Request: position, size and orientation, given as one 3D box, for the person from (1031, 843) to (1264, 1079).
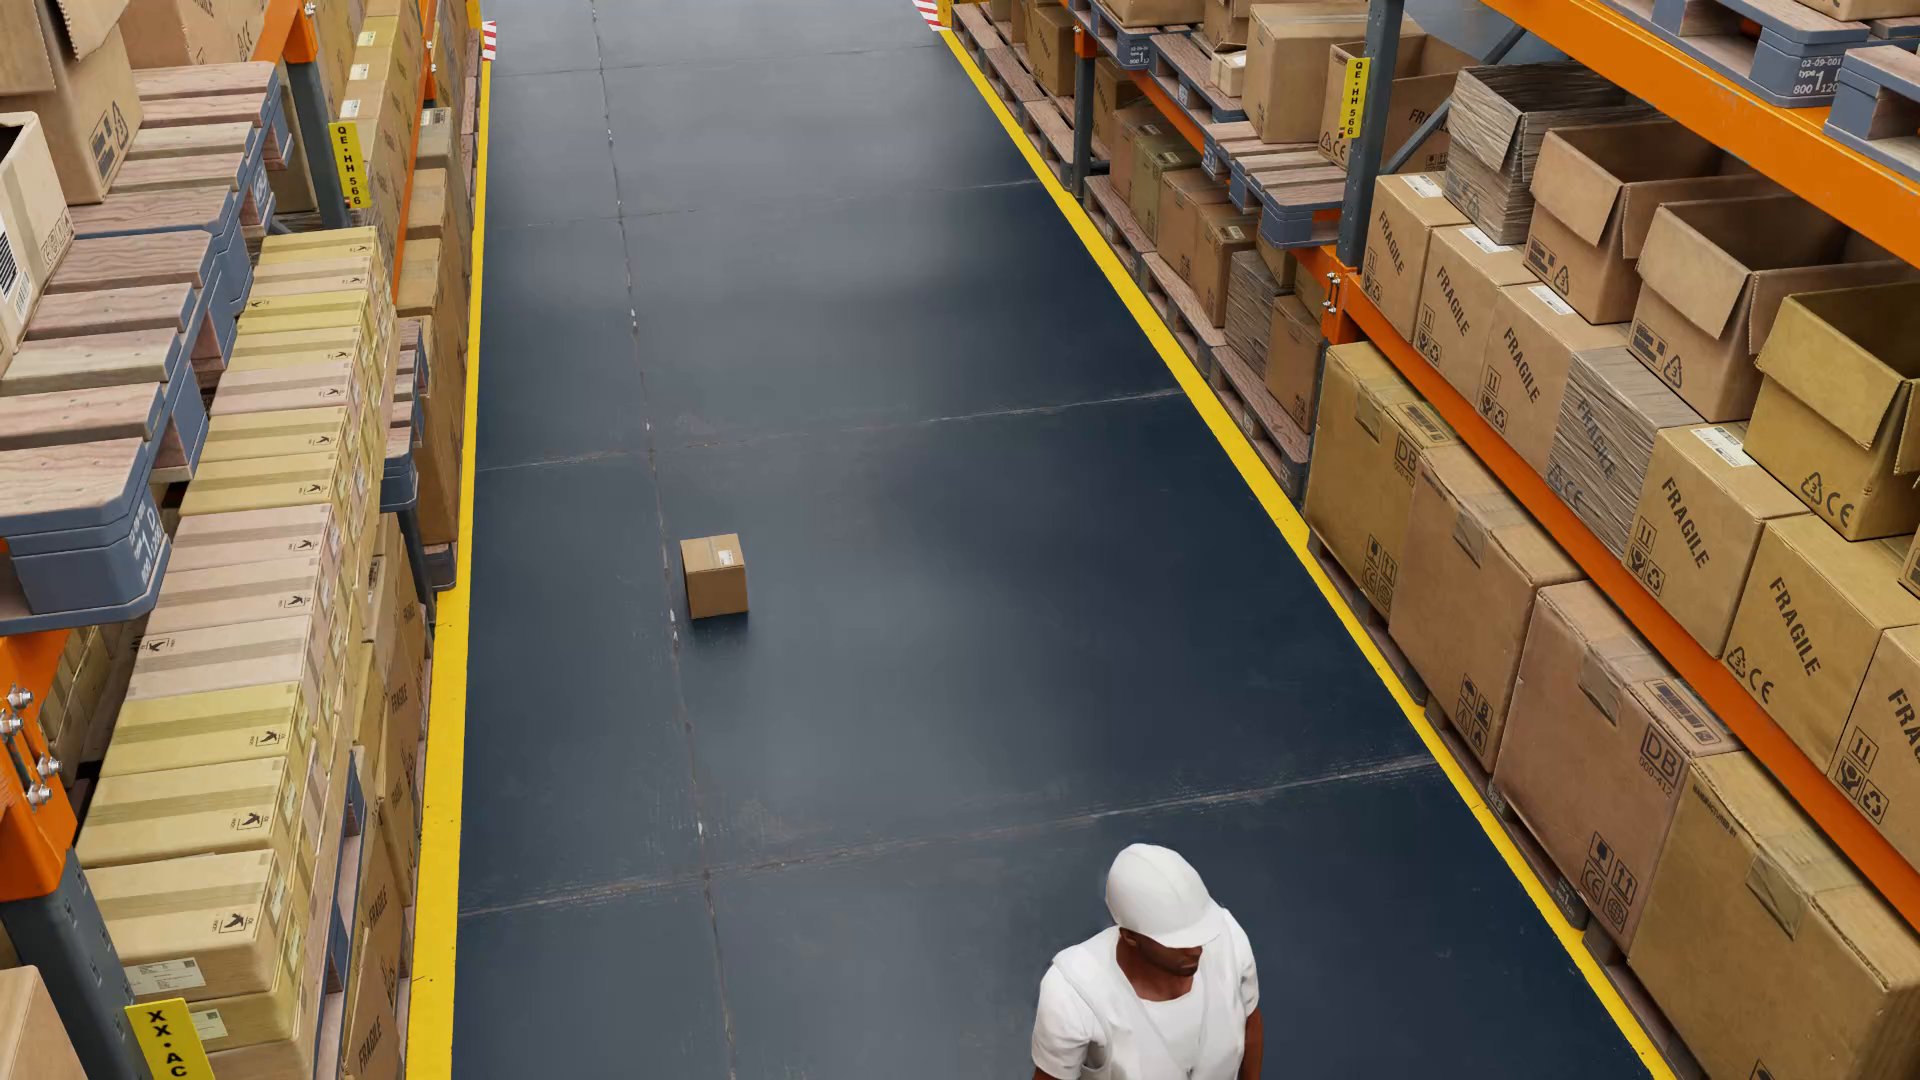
[{"bbox_3d":[0.458,1.395,4.058,0.587,1.742,0.872,-15,37,-20],"label":"person"}]
